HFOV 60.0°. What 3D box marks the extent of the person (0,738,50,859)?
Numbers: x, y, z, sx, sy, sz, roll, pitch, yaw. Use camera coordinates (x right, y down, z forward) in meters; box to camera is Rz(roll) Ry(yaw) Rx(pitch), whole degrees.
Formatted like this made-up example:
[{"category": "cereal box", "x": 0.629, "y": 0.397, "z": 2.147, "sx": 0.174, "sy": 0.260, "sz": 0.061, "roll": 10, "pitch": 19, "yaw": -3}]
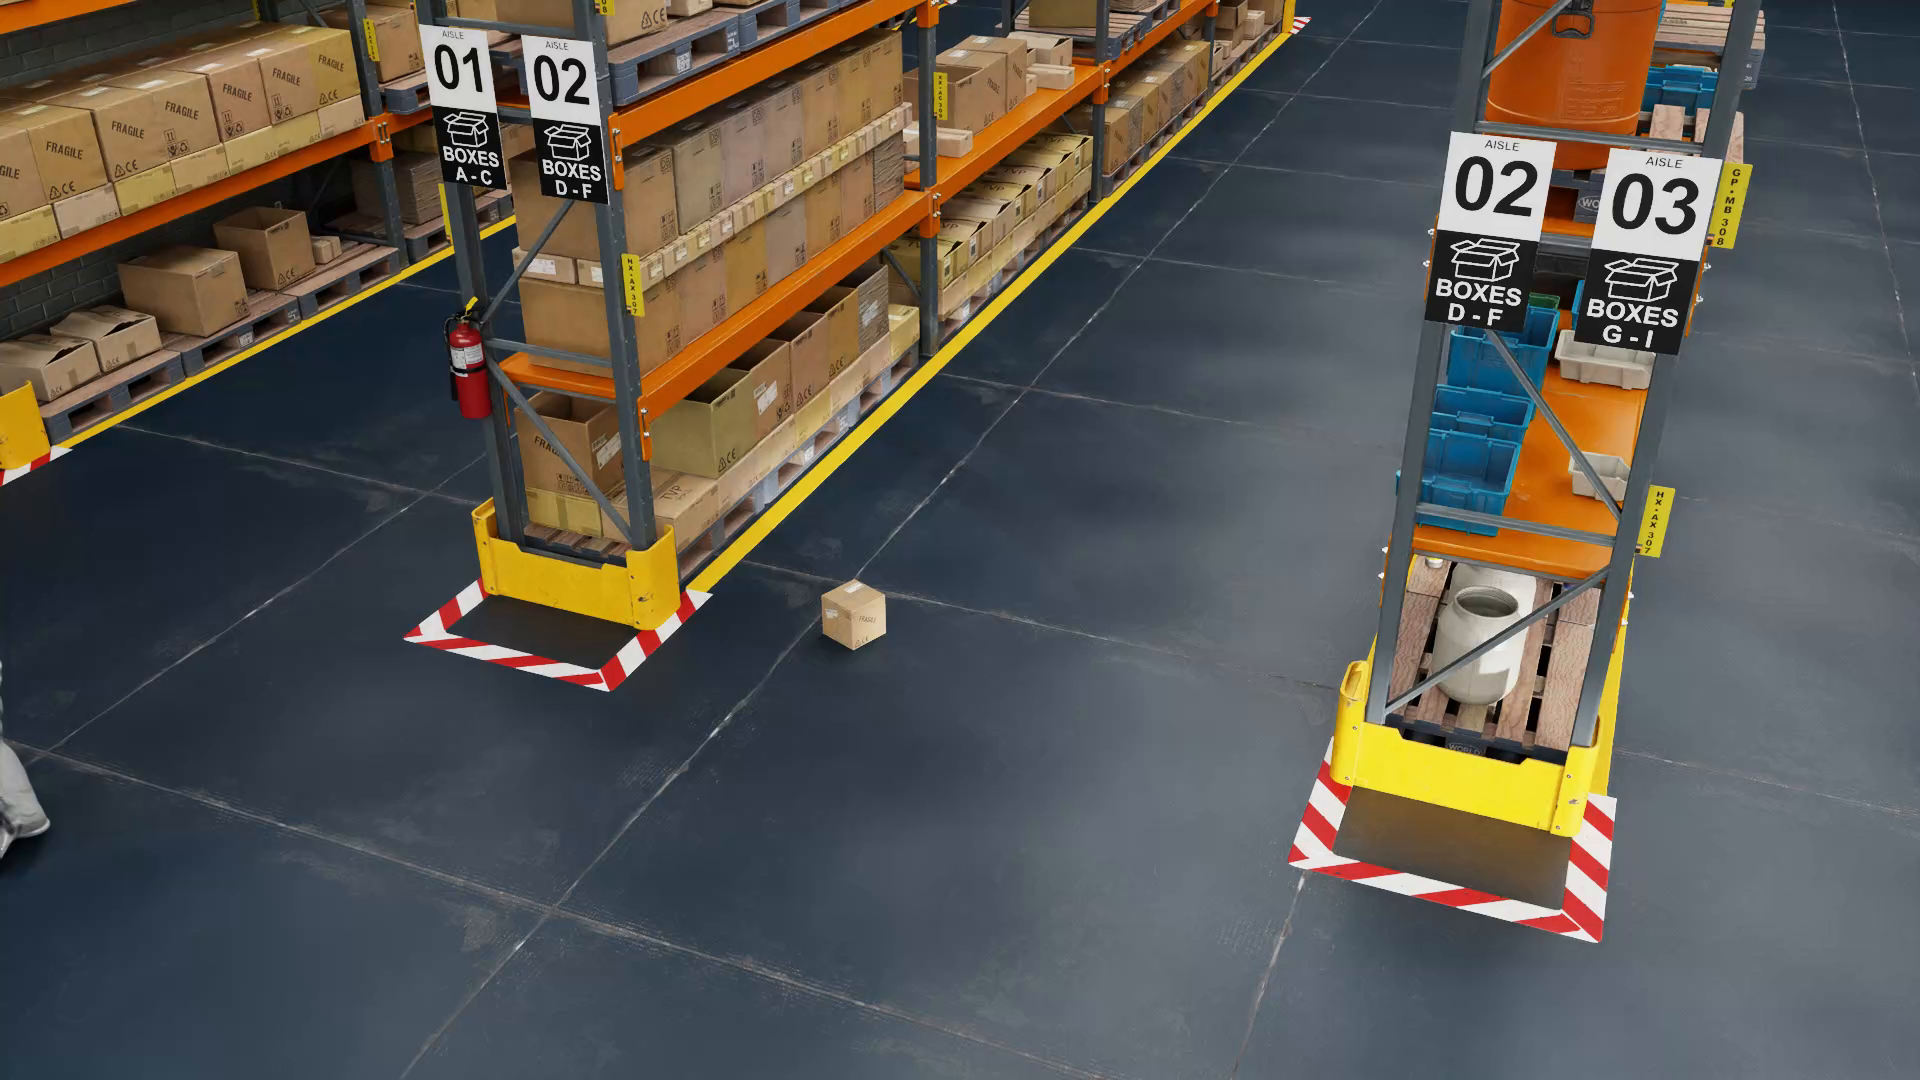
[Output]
[{"category": "person", "x": -4.406, "y": 0.698, "z": 7.181, "sx": 0.468, "sy": 1.839, "sz": 0.580, "roll": -13, "pitch": 32, "yaw": -21}]
